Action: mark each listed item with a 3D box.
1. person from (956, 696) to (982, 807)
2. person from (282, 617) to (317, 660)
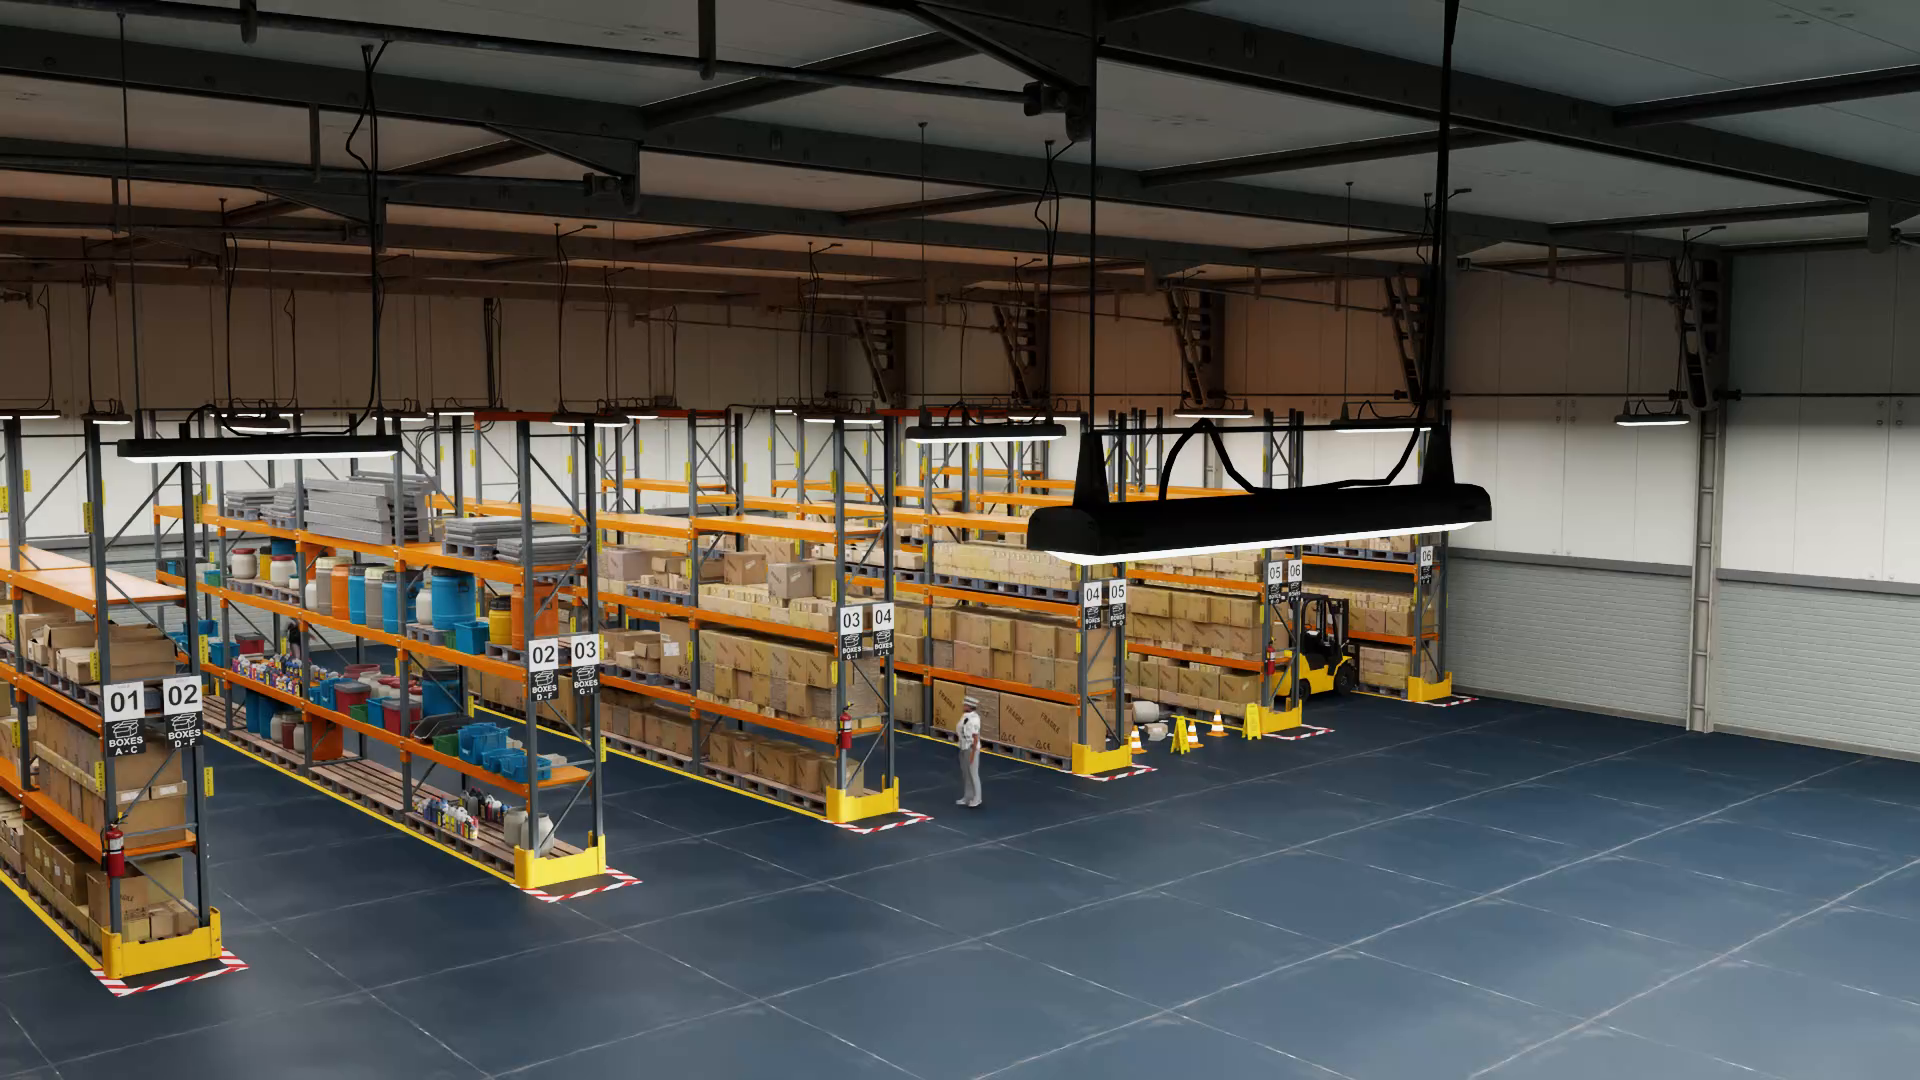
[{"bbox_3d":[0.144,3.246,25.608,0.369,1.707,0.501,-3,6,-30],"label":"person"},{"bbox_3d":[-14.540,2.309,36.516,0.660,1.741,0.902,-5,7,-45],"label":"person"}]
